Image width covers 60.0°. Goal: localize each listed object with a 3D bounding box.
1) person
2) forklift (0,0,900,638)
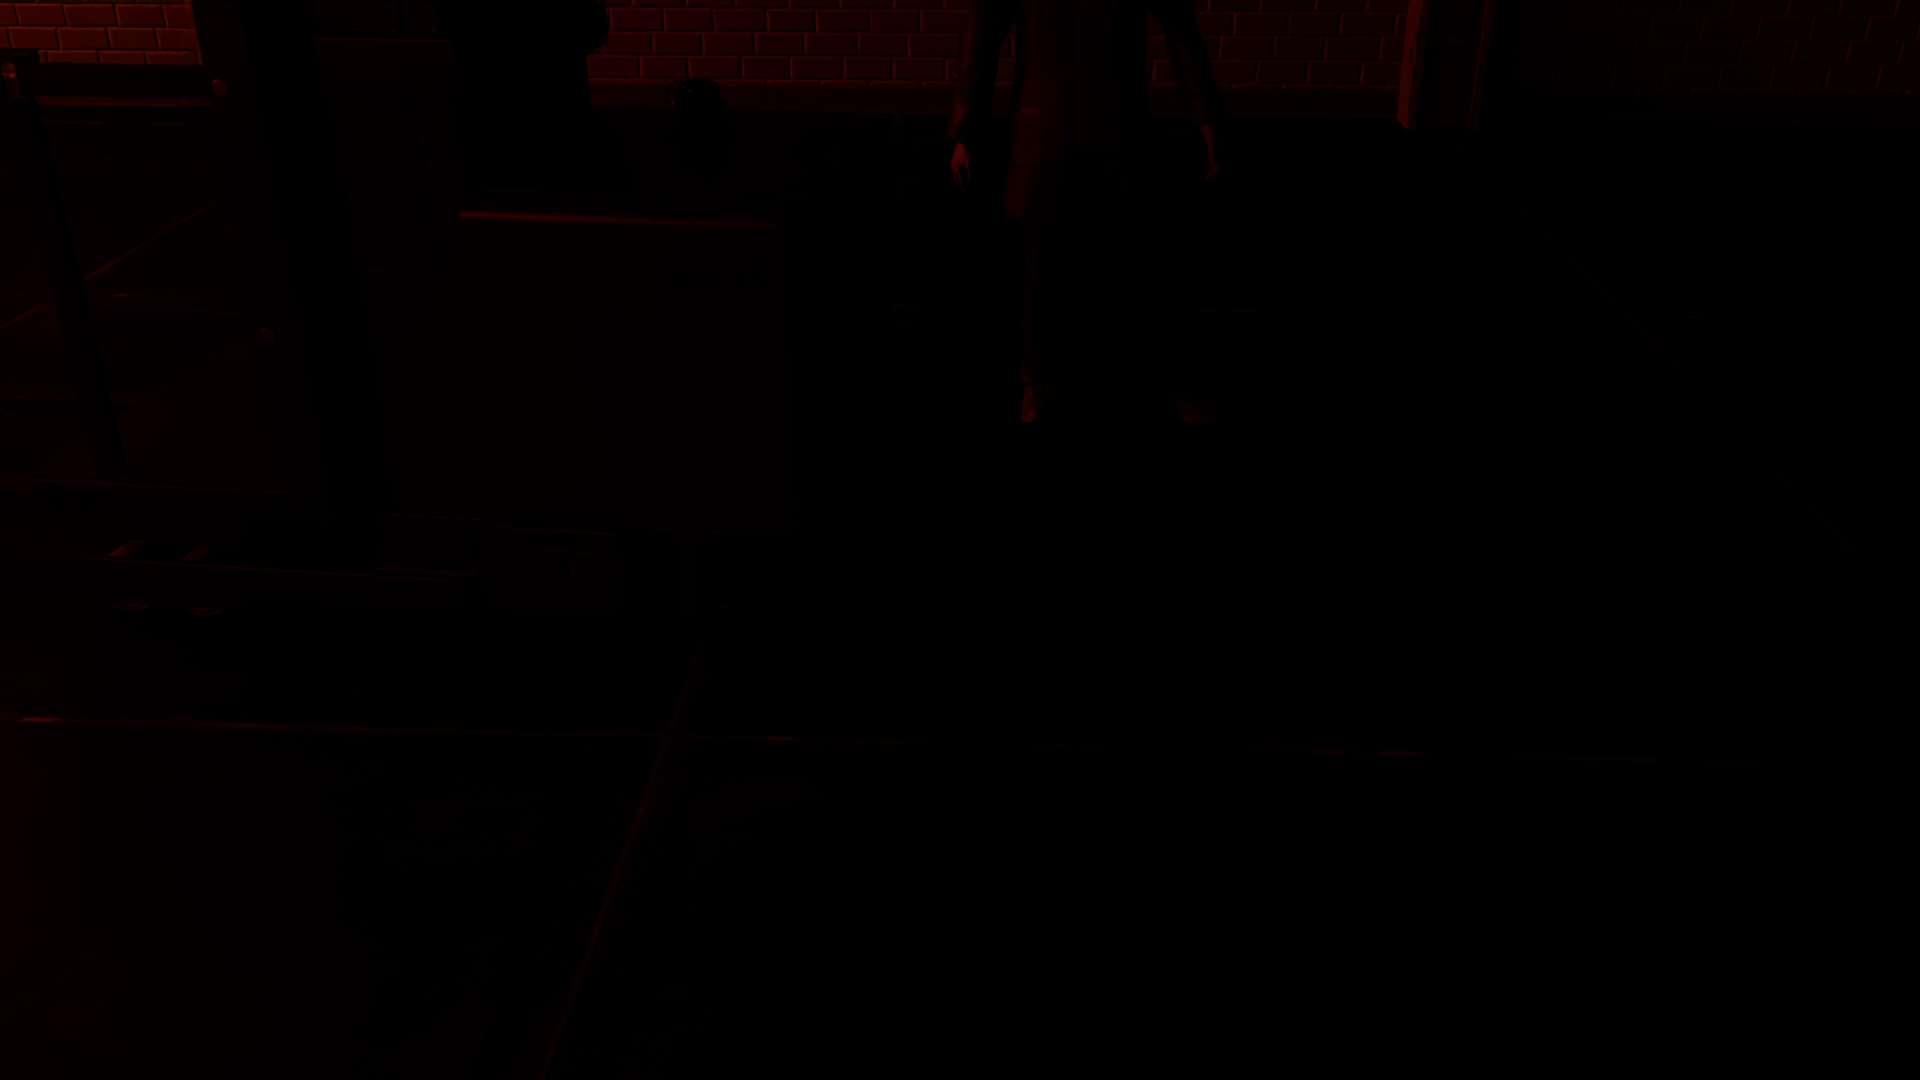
[{"bbox_3d":[0.381,-1.196,4.969,0.832,1.752,0.440,-4,27,-9],"label":"person"},{"bbox_3d":[-1.728,-1.354,3.953,3.031,2.935,1.130,3,26,6],"label":"forklift"}]
